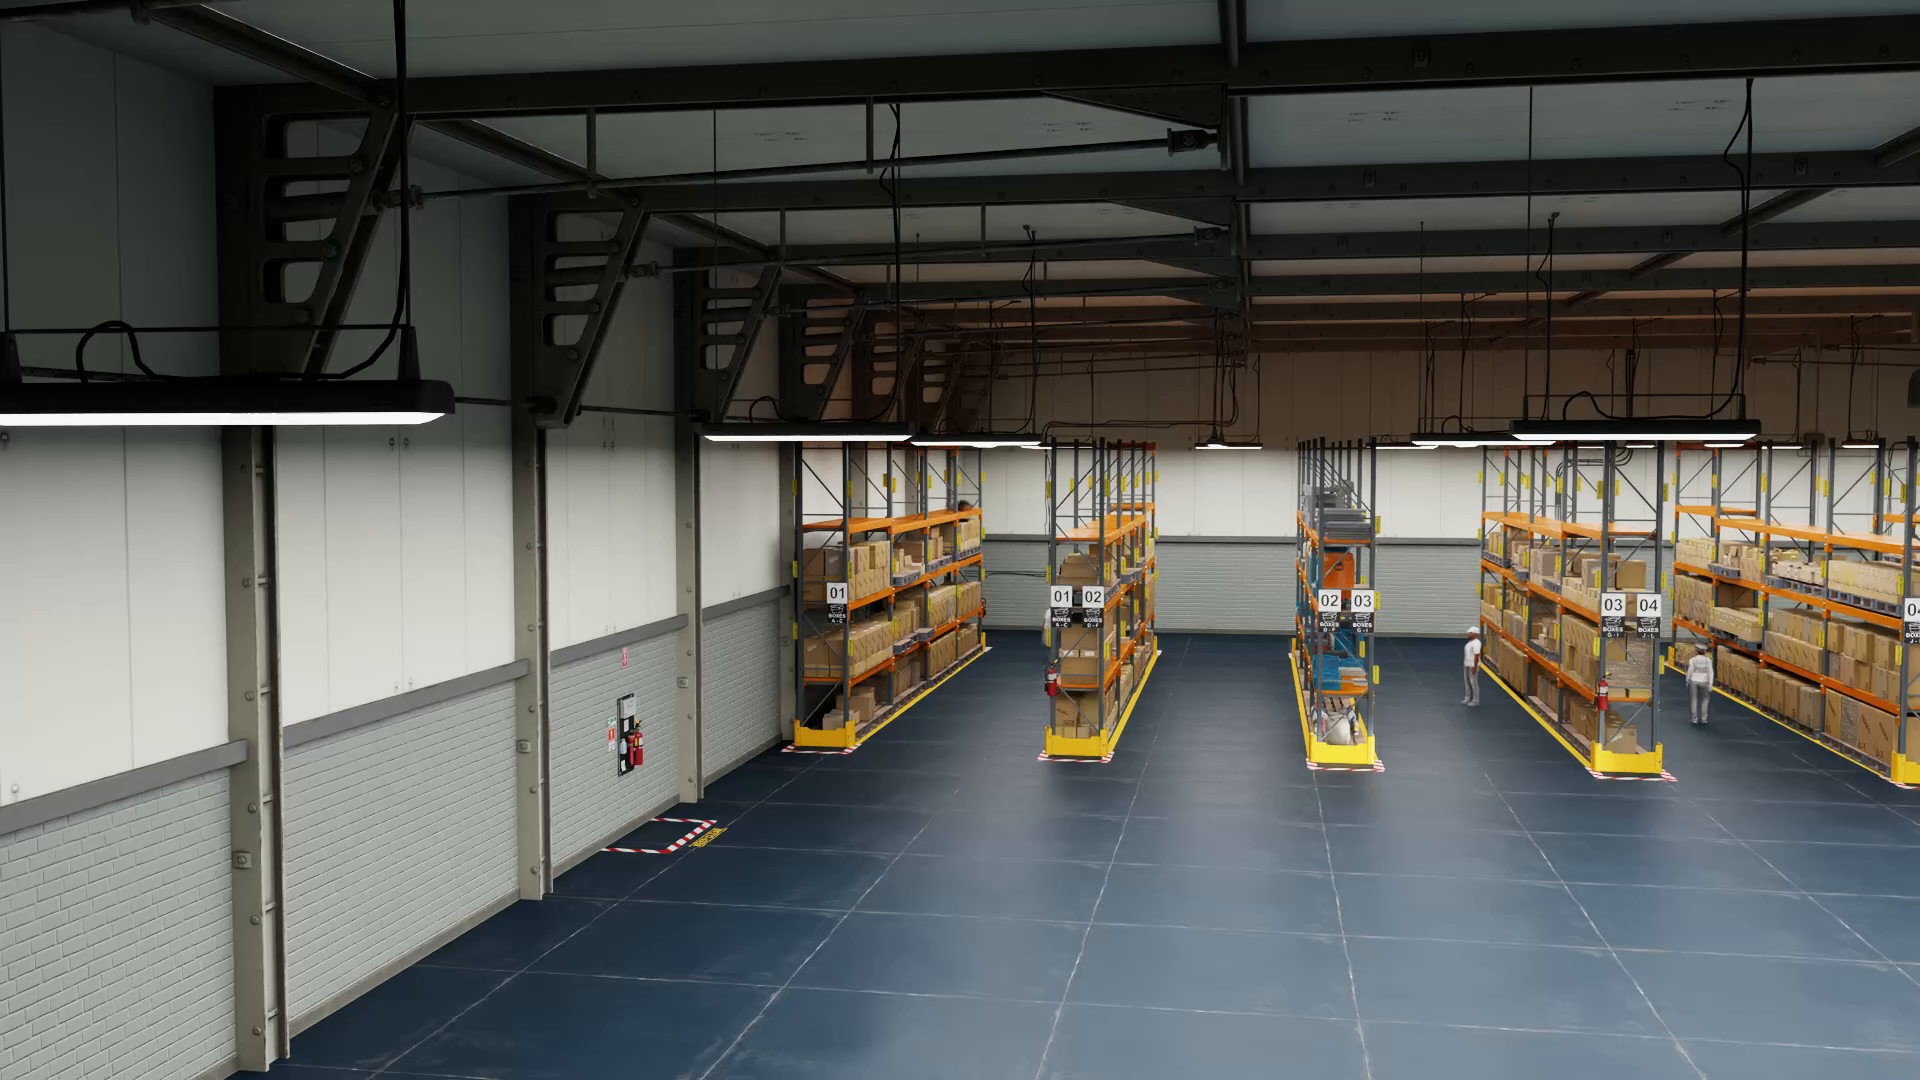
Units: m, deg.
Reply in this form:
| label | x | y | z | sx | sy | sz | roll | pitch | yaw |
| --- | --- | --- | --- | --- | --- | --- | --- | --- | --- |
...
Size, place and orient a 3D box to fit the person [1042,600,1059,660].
| label | x | y | z | sx | sy | sz | roll | pitch | yaw |
| --- | --- | --- | --- | --- | --- | --- | --- | --- | --- |
| person | 2.467 | 2.483 | 45.490 | 0.587 | 1.685 | 0.582 | 1 | 3 | 21 |

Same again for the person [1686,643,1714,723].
| label | x | y | z | sx | sy | sz | roll | pitch | yaw |
| --- | --- | --- | --- | --- | --- | --- | --- | --- | --- |
| person | 15.581 | 3.048 | 35.024 | 0.534 | 1.748 | 0.536 | 2 | 4 | 35 |

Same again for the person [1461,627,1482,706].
| label | x | y | z | sx | sy | sz | roll | pitch | yaw |
| --- | --- | --- | --- | --- | --- | --- | --- | --- | --- |
| person | 11.570 | 2.842 | 37.570 | 0.410 | 1.772 | 0.615 | -1 | 3 | -10 |
